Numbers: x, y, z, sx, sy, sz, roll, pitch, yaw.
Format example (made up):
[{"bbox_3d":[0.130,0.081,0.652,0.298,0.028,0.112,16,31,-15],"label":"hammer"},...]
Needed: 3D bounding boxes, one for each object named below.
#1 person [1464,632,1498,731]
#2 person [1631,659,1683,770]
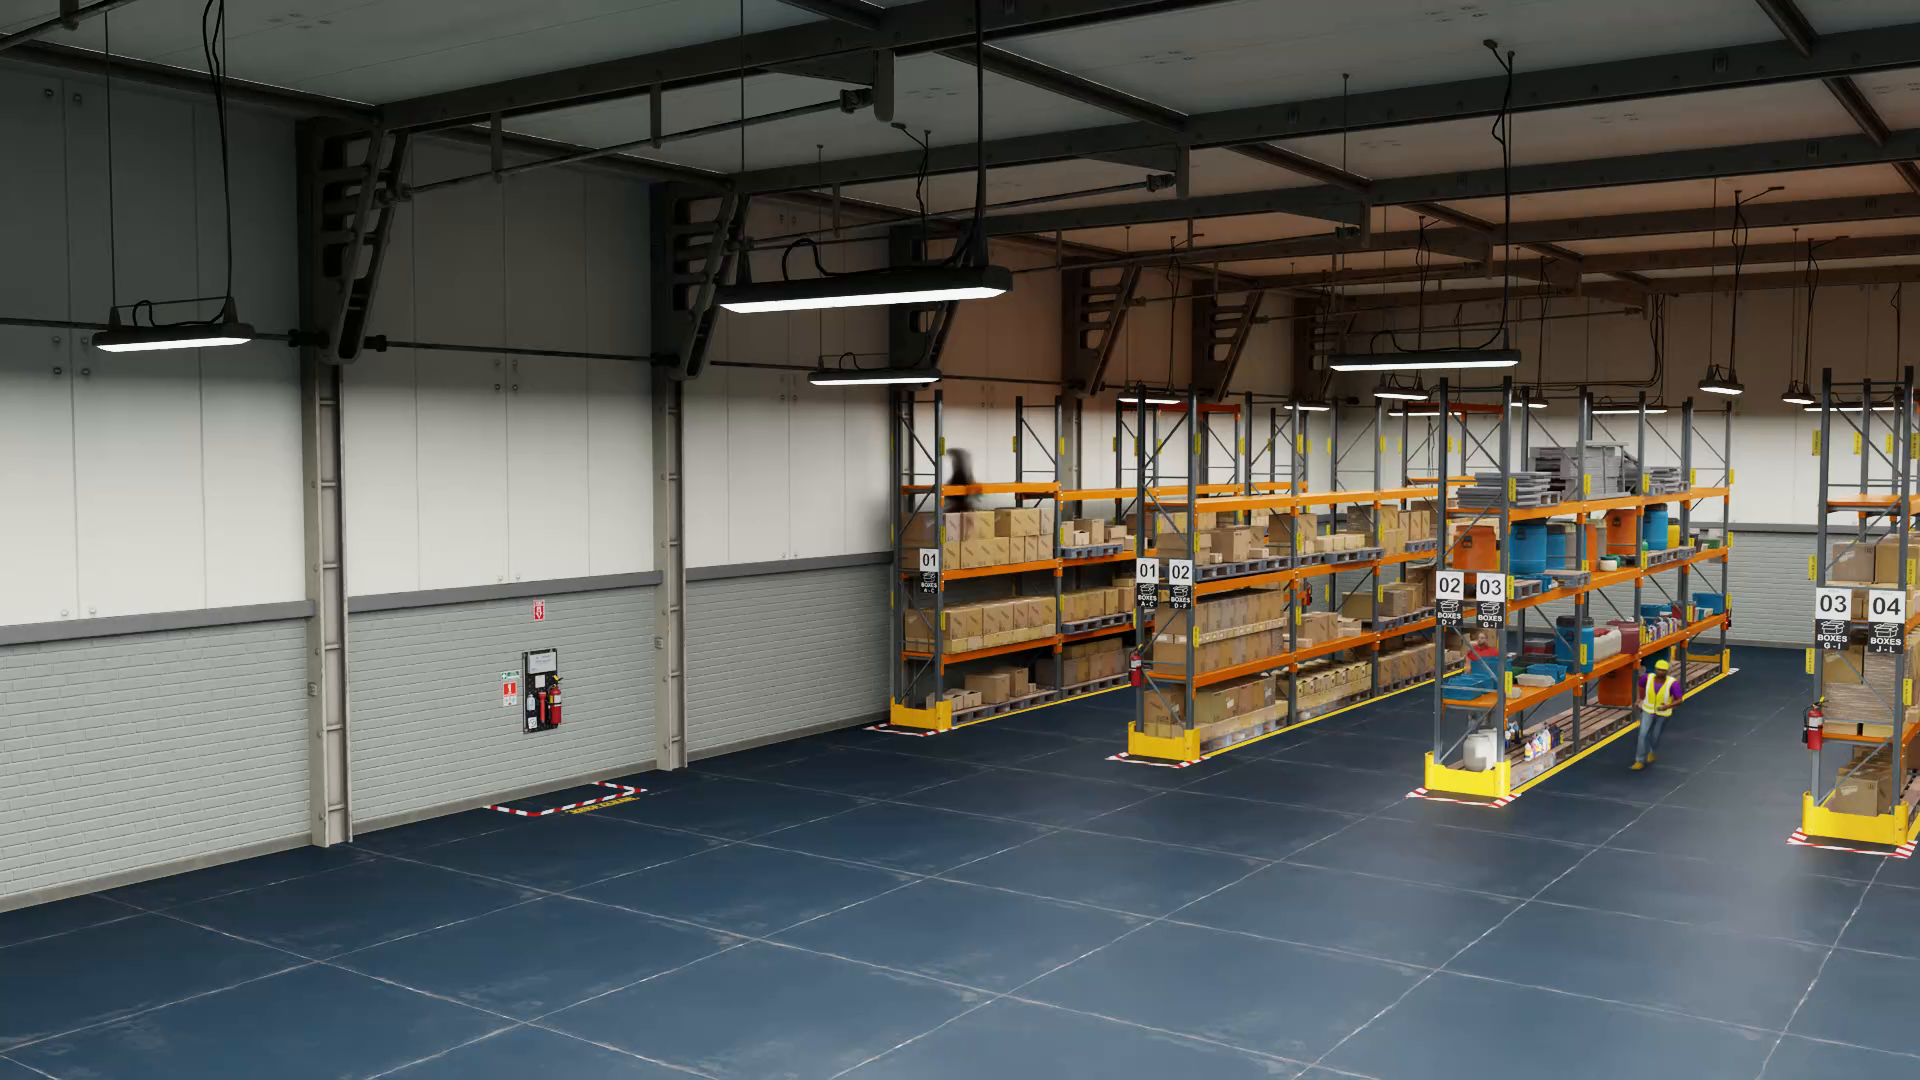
[{"bbox_3d":[9.171,2.503,29.316,0.626,1.766,0.736,2,4,31],"label":"person"},{"bbox_3d":[10.836,2.675,25.788,0.704,1.701,0.982,2,4,29],"label":"person"}]
